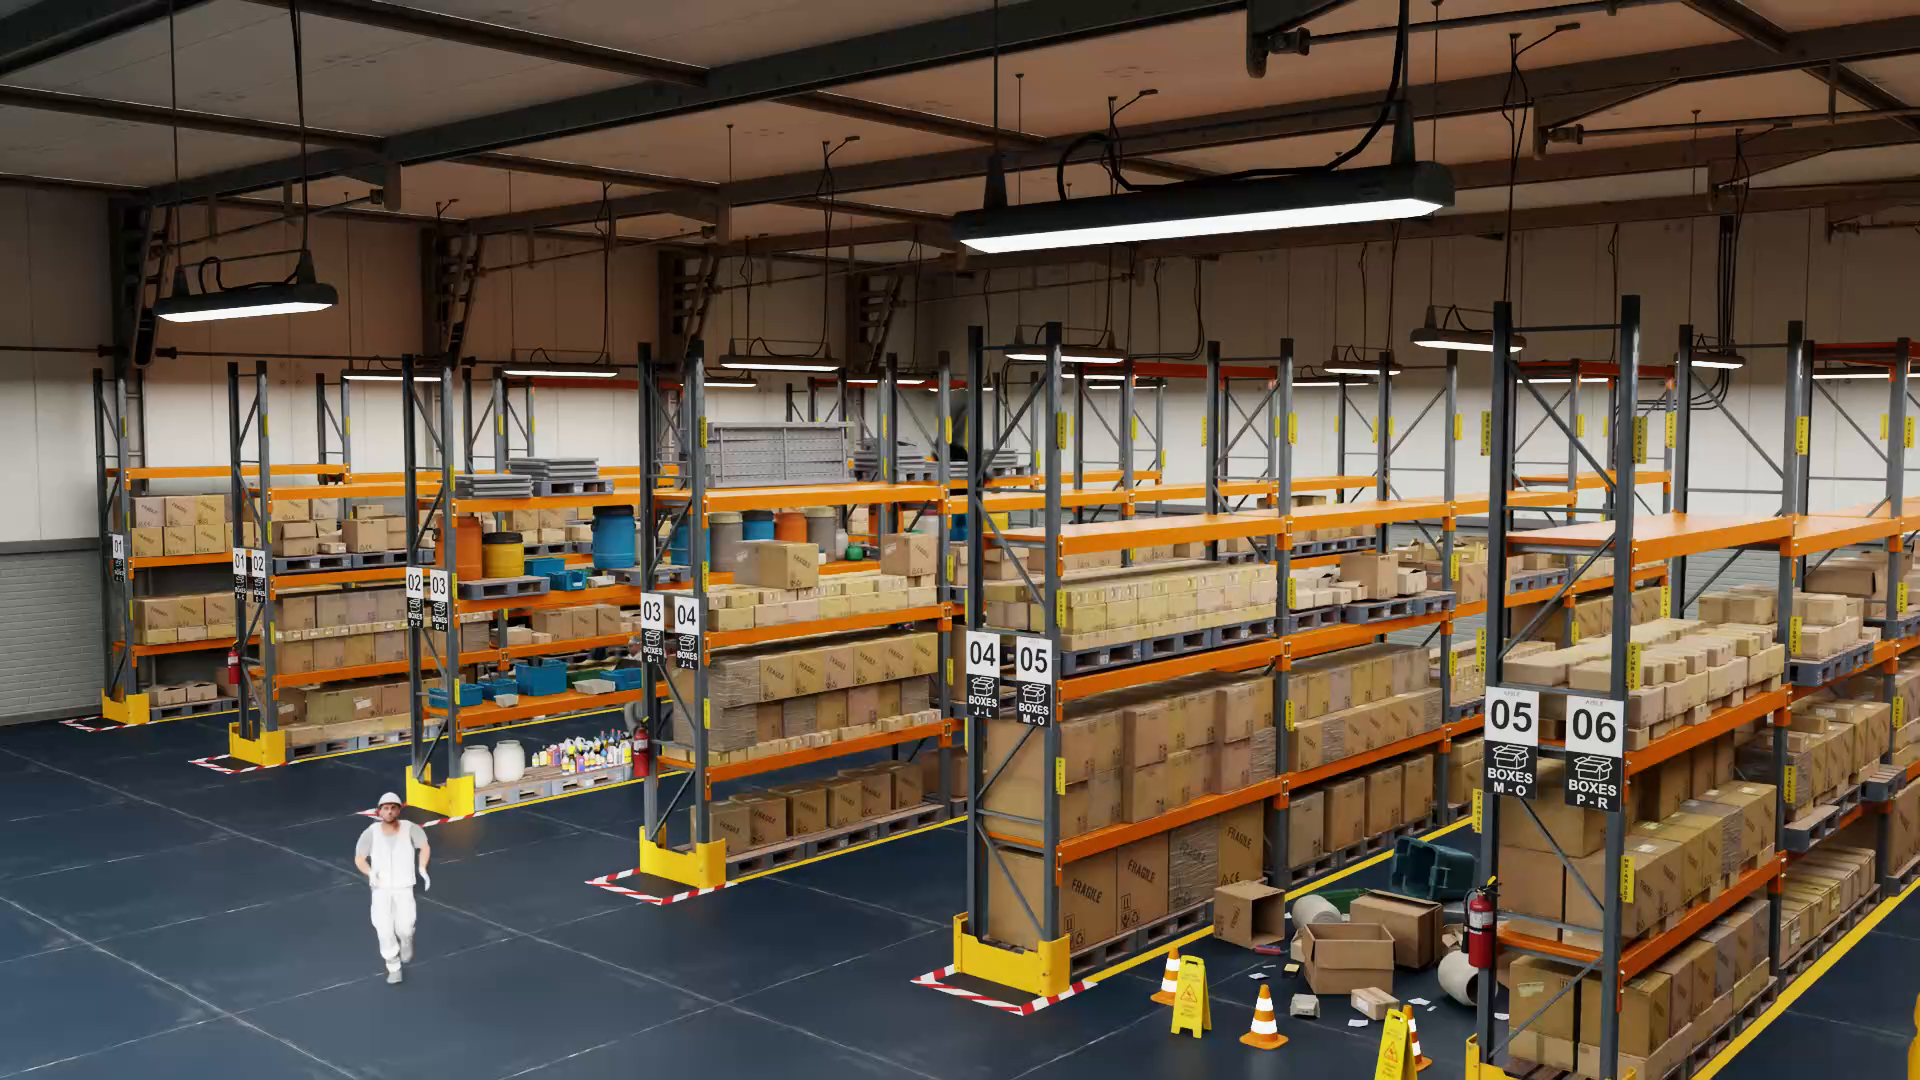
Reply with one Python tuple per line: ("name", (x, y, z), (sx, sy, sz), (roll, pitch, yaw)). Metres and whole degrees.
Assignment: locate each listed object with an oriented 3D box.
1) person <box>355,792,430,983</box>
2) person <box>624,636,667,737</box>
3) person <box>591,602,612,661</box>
("person", (-5.188, 3.178, 15.213), (0.655, 1.742, 0.592), (-1, 4, -17))
("person", (-5.034, 2.376, 26.229), (0.657, 1.770, 0.838), (4, 6, 44))
("person", (-7.030, 1.995, 32.669), (0.559, 1.576, 0.695), (4, 5, 40))
